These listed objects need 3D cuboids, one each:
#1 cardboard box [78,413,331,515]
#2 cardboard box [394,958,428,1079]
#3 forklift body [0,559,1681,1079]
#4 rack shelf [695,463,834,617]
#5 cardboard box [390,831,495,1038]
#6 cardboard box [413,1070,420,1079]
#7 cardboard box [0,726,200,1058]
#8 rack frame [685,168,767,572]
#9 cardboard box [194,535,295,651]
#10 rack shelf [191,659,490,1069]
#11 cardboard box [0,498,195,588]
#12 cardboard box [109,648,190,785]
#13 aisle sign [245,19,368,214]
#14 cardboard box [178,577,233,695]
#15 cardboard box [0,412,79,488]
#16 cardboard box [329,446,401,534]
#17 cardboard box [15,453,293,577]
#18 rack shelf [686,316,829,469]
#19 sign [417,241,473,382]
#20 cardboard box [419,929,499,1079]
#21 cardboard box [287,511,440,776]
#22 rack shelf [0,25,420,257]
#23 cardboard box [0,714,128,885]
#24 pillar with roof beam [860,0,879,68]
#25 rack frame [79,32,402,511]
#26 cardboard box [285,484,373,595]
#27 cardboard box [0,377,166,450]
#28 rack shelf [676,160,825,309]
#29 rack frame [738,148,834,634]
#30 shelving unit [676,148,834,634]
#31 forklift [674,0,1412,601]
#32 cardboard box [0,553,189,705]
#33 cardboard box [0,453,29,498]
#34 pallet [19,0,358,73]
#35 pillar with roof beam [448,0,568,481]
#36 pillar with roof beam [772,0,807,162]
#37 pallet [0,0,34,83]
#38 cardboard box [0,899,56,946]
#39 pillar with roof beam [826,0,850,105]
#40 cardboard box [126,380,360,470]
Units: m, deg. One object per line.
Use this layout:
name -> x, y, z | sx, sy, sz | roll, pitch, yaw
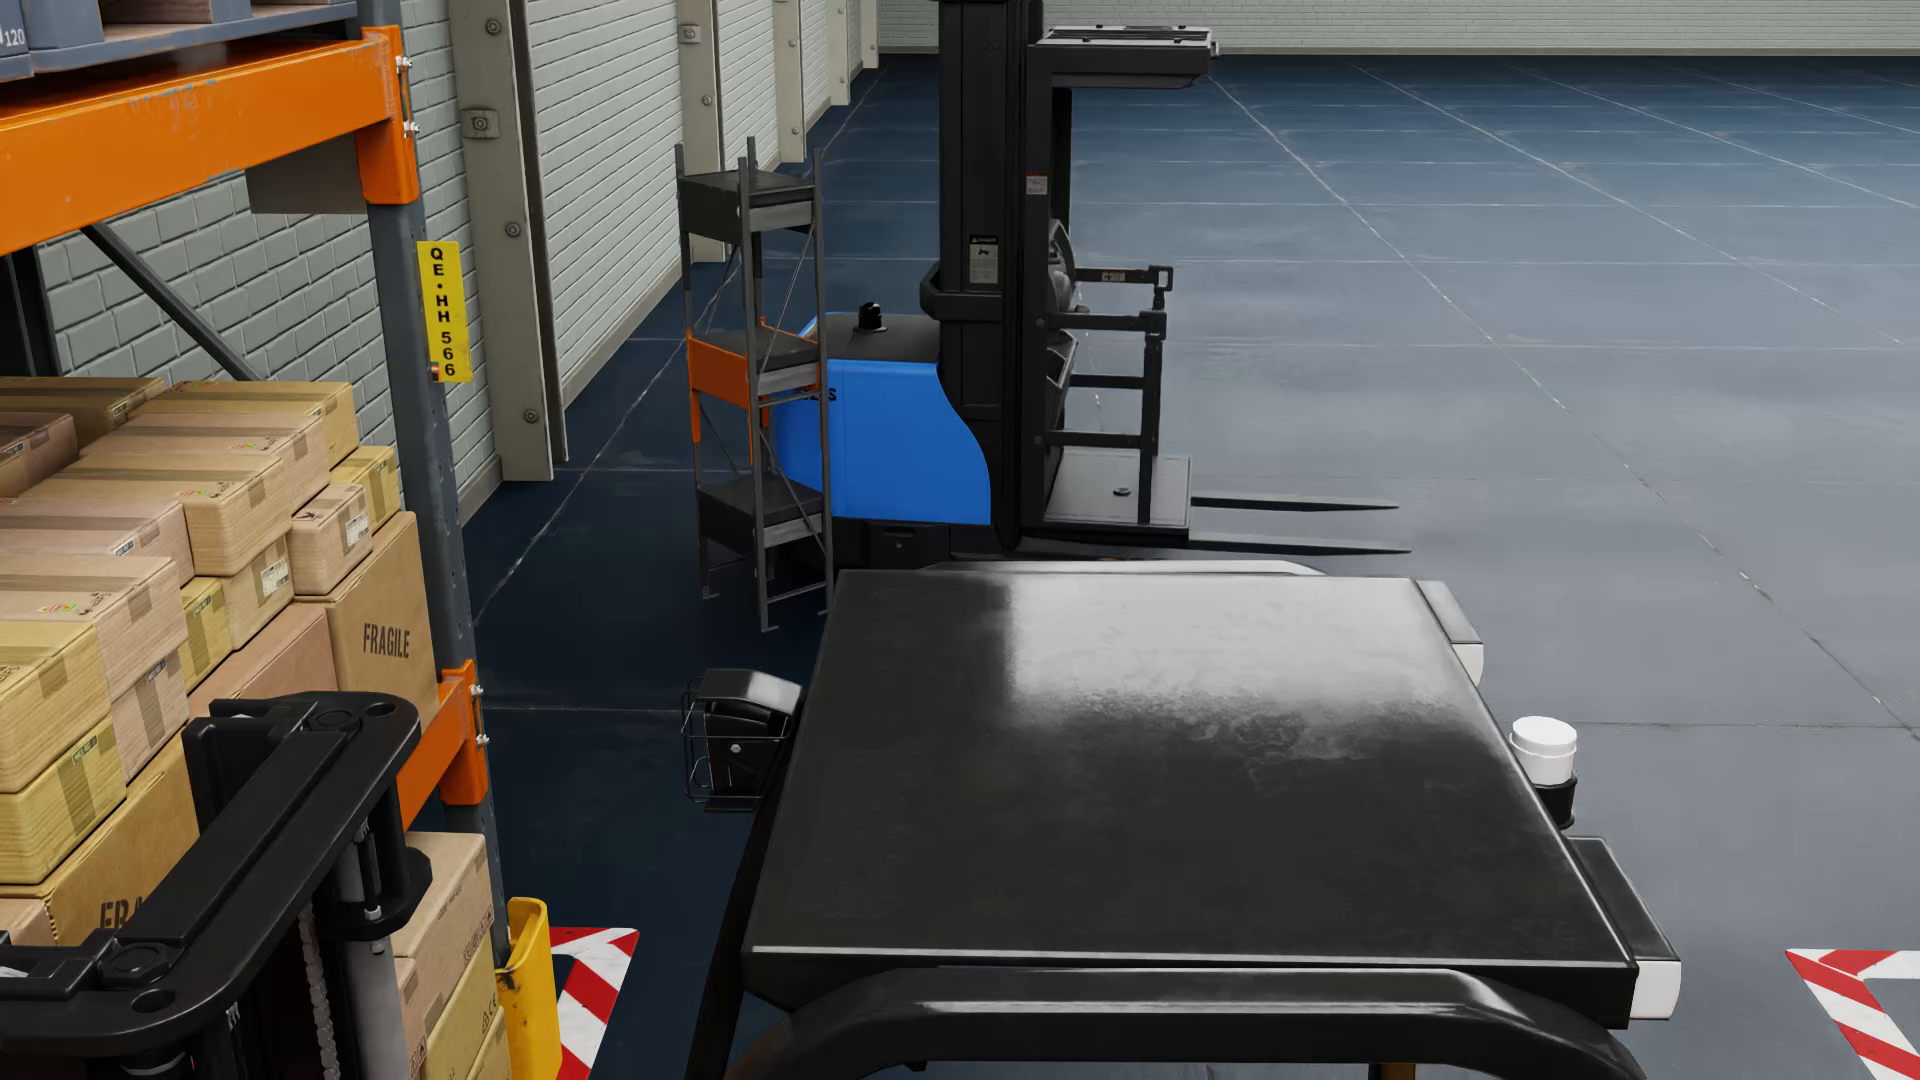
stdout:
cardboard box -> -1.494, -0.144, 3.308 | 0.380, 0.149, 0.250 | 1, 21, 2
cardboard box -> -1.429, 1.097, 3.394 | 0.500, 0.250, 0.500 | 1, 21, 3
forklift body -> 0.049, 1.223, 2.403 | 2.313, 2.155, 1.214 | 1, 21, 2
rack shelf -> -0.896, -0.010, 7.624 | 0.431, 0.518, 0.480 | -17, 27, -37
cardboard box -> -1.419, 0.912, 3.870 | 0.500, 0.250, 0.500 | 1, 21, 3
cardboard box -> -1.446, 1.336, 3.469 | 0.500, 0.250, 0.500 | 0, 21, 1
cardboard box -> -1.510, 0.629, 2.623 | 0.500, 0.500, 0.500 | 0, 21, 1
rack frame -> -1.055, -0.742, 7.539 | 0.380, 1.831, 0.006 | -17, 27, -37
cardboard box -> -1.495, 0.087, 3.122 | 0.380, 0.149, 0.250 | 1, 21, 3
rack shelf -> -1.778, 1.181, 2.334 | 1.077, 0.370, 4.000 | 1, 21, 2
cardboard box -> -1.557, 0.040, 2.834 | 0.380, 0.149, 0.250 | 1, 21, 2
cardboard box -> -1.475, 0.274, 2.641 | 0.380, 0.149, 0.250 | 0, 21, 0
aisle sign -> -1.422, -1.110, 3.650 | 0.394, 0.787, 0.004 | 1, 21, 2
cardboard box -> -1.514, 0.177, 2.892 | 0.380, 0.149, 0.250 | 0, 21, 1
cardboard box -> -2.012, -0.151, 3.326 | 0.380, 0.149, 0.250 | 1, 21, 3
cardboard box -> -1.448, -0.099, 3.601 | 0.380, 0.149, 0.250 | 1, 21, 2
cardboard box -> -1.475, -0.049, 3.063 | 0.380, 0.149, 0.250 | 1, 21, 3
rack shelf -> -0.896, -0.662, 7.371 | 0.431, 0.518, 0.480 | -17, 27, -37
sign -> -1.175, -0.517, 3.787 | 0.100, 0.325, 0.005 | 1, 21, 2
cardboard box -> -1.420, 1.154, 3.936 | 0.500, 0.250, 0.500 | 0, 21, 1
cardboard box -> -1.470, 0.256, 3.584 | 0.500, 0.500, 0.500 | 0, 21, 0
rack shelf -> -1.778, -0.218, 1.792 | 1.077, 0.370, 4.000 | 1, 21, 2
cardboard box -> -1.462, 0.366, 2.405 | 0.380, 0.149, 0.250 | 1, 21, 2
pillar with roof beam -> 2.576, -13.233, 30.193 | 9.100, 9.000, 0.400 | 1, 21, 2
rack frame -> -1.714, 0.122, 4.068 | 0.949, 2.616, 0.053 | 1, 21, 2
cardboard box -> -1.426, -0.006, 3.362 | 0.380, 0.149, 0.250 | 1, 21, 2
cardboard box -> -1.941, -0.247, 3.572 | 0.380, 0.149, 0.250 | 0, 21, 1
rack shelf -> -0.896, -1.315, 7.118 | 0.431, 0.518, 0.480 | -17, 27, -37
rack frame -> -0.738, -0.608, 7.192 | 0.400, 2.100, 0.015 | -17, 27, -37
shelving unit -> -0.895, -0.674, 7.364 | 0.431, 2.100, 0.499 | -17, 27, -37
forklift -> 0.518, -1.254, 7.710 | 3.284, 2.935, 1.453 | 3, 21, 8
cardboard box -> -1.454, 0.135, 2.588 | 0.380, 0.149, 0.250 | 1, 21, 3
cardboard box -> -1.977, -0.057, 3.082 | 0.380, 0.149, 0.250 | 1, 21, 3
pallet -> -1.765, -0.980, 2.883 | 1.003, 0.211, 1.213 | 1, 21, 2
pillar with roof beam -> 1.846, -4.555, 7.828 | 9.100, 9.000, 0.400 | 1, 21, 2
pillar with roof beam -> 2.211, -8.894, 19.011 | 9.100, 9.000, 0.400 | 1, 21, 2
pallet -> -1.799, -0.538, 1.743 | 1.003, 0.211, 1.213 | 1, 21, 2
cardboard box -> -1.514, 0.811, 2.154 | 0.500, 0.500, 0.500 | 1, 21, 2
pillar with roof beam -> 2.394, -11.063, 24.602 | 9.100, 9.000, 0.400 | 1, 21, 2
cardboard box -> -1.517, -0.234, 3.539 | 0.380, 0.149, 0.250 | 1, 21, 2
